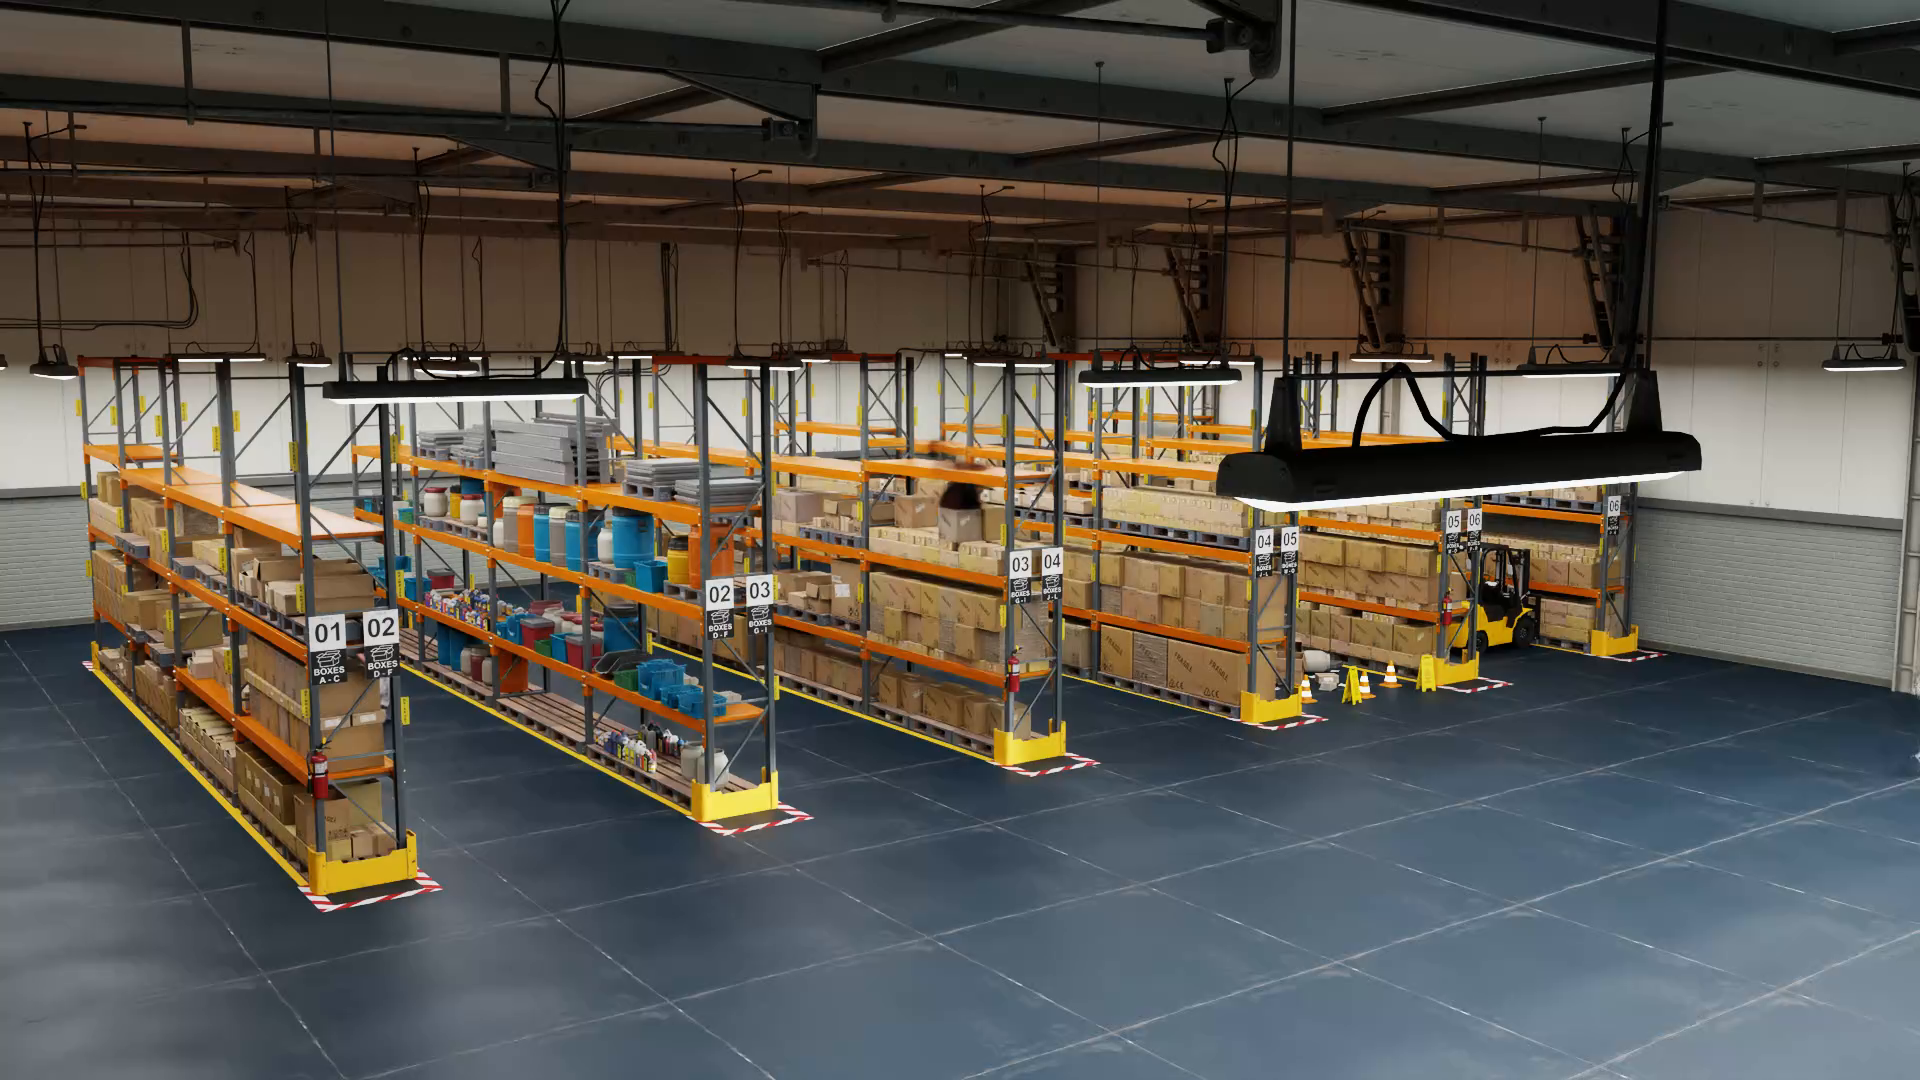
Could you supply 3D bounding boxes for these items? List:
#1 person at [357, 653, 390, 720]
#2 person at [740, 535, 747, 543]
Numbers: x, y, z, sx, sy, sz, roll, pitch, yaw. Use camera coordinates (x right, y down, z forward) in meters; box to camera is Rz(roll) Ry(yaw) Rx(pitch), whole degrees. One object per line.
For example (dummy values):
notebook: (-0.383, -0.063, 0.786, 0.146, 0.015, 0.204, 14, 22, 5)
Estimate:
person: (-9.645, 2.127, 27.623, 0.601, 1.738, 0.657, 6, 9, 39)
person: (-5.323, 0.609, 40.848, 0.601, 1.559, 0.590, 5, 8, 35)
